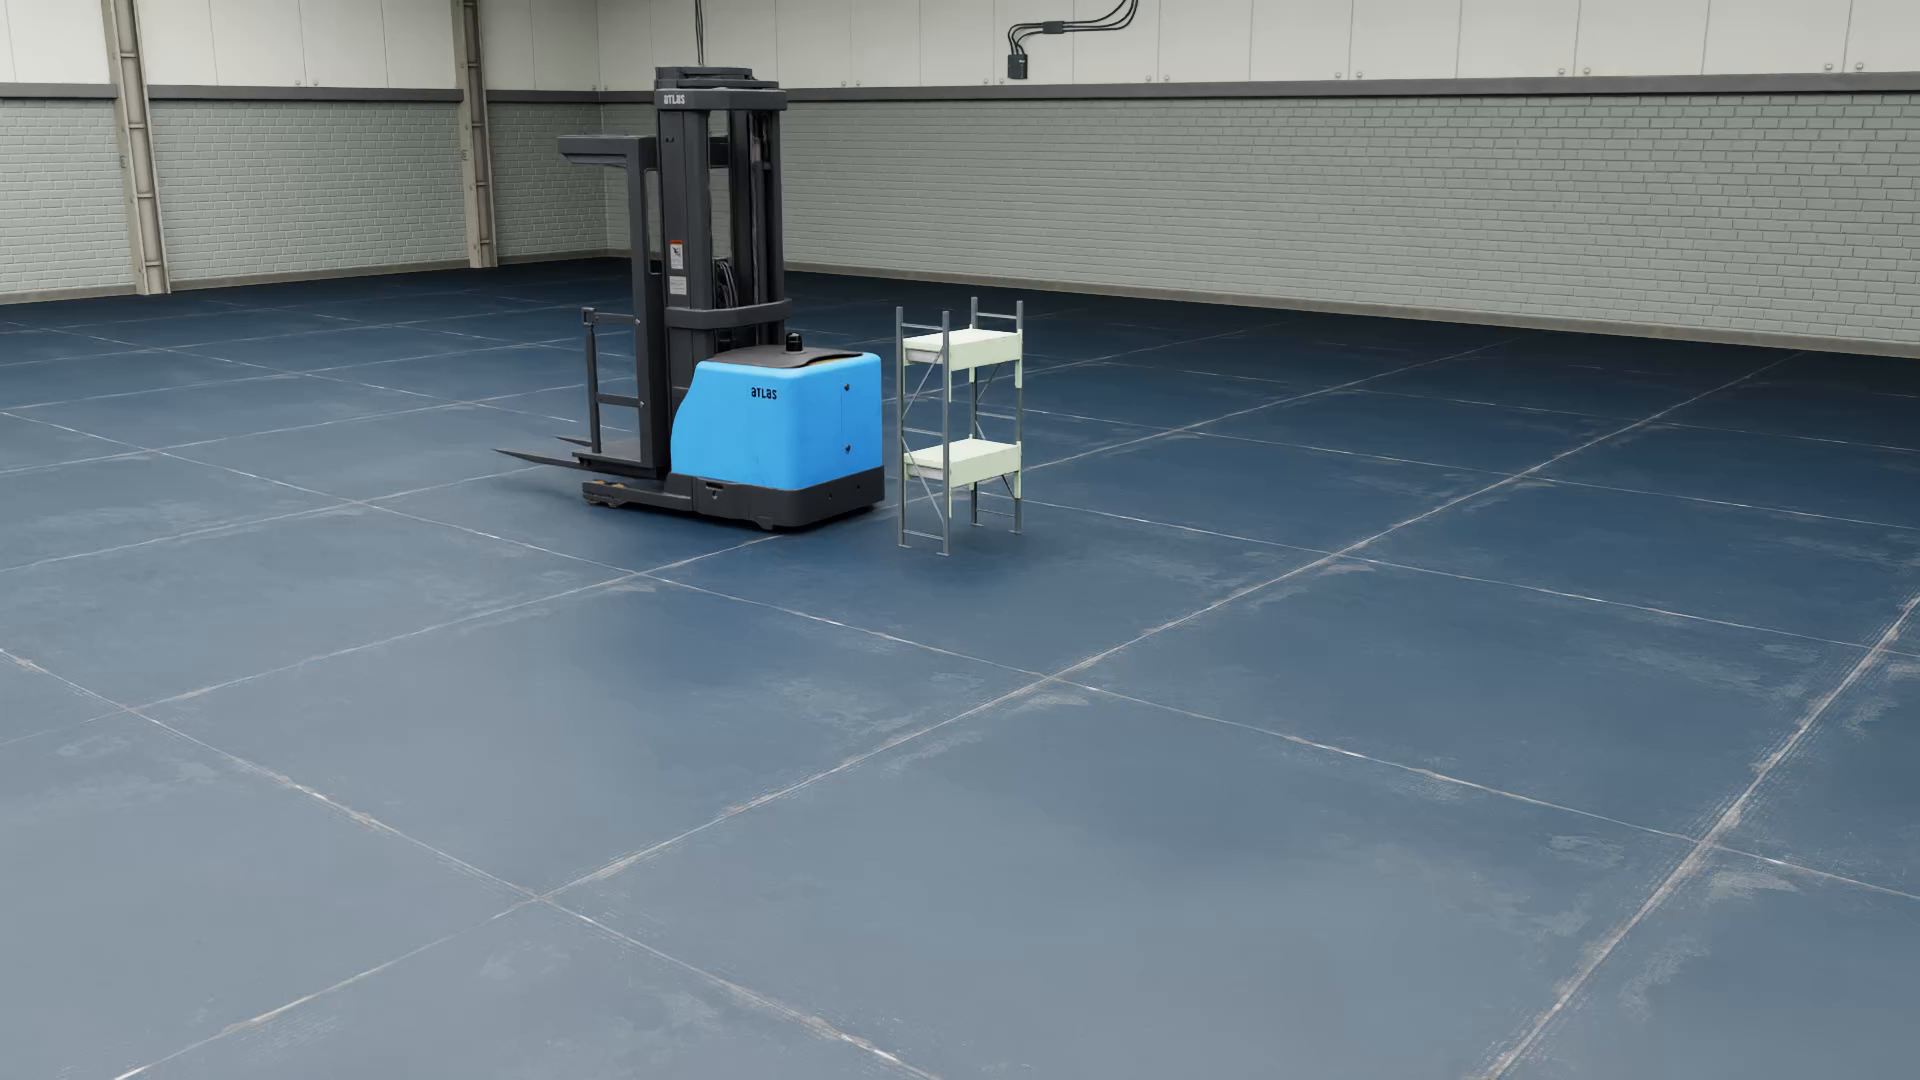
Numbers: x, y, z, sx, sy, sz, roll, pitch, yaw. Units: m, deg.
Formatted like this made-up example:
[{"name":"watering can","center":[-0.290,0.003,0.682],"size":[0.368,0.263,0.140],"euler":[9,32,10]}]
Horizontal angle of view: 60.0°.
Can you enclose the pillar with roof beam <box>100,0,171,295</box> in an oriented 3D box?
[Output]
[{"name":"pillar with roof beam","center":[-9.030,-7.480,21.791],"size":[9.100,9.000,0.400],"euler":[11,18,38]}]

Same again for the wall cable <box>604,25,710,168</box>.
[{"name":"wall cable","center":[-5.727,-8.150,30.735],"size":[3.097,2.526,0.112],"euler":[11,18,38]}]

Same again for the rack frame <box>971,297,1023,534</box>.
[{"name":"rack frame","center":[0.234,-0.798,10.719],"size":[0.400,1.500,0.023],"euler":[11,18,38]}]

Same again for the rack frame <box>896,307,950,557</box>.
[{"name":"rack frame","center":[-0.226,-0.658,10.167],"size":[0.400,1.500,0.023],"euler":[11,18,38]}]

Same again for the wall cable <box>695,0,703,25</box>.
[{"name":"wall cable","center":[-3.623,-10.179,28.465],"size":[3.097,2.526,0.112],"euler":[11,18,38]}]

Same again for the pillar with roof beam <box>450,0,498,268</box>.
[{"name":"pillar with roof beam","center":[-5.258,-8.629,26.314],"size":[9.100,9.000,0.400],"euler":[11,18,38]}]

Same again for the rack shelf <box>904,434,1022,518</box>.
[{"name":"rack shelf","center":[0.004,-0.412,10.524],"size":[0.431,0.370,0.720],"euler":[11,18,38]}]

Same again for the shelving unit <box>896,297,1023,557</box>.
[{"name":"shelving unit","center":[0.004,-0.728,10.443],"size":[0.431,1.500,0.755],"euler":[11,18,38]}]

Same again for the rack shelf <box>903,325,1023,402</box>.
[{"name":"rack shelf","center":[0.004,-1.106,10.347],"size":[0.431,0.370,0.720],"euler":[11,18,38]}]

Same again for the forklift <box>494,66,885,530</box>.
[{"name":"forklift","center":[-2.026,-1.740,11.519],"size":[3.031,2.935,1.130],"euler":[9,17,33]}]

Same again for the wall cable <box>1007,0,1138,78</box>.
[{"name":"wall cable","center":[1.647,-9.831,24.139],"size":[2.305,6.003,0.169],"euler":[11,18,38]}]
